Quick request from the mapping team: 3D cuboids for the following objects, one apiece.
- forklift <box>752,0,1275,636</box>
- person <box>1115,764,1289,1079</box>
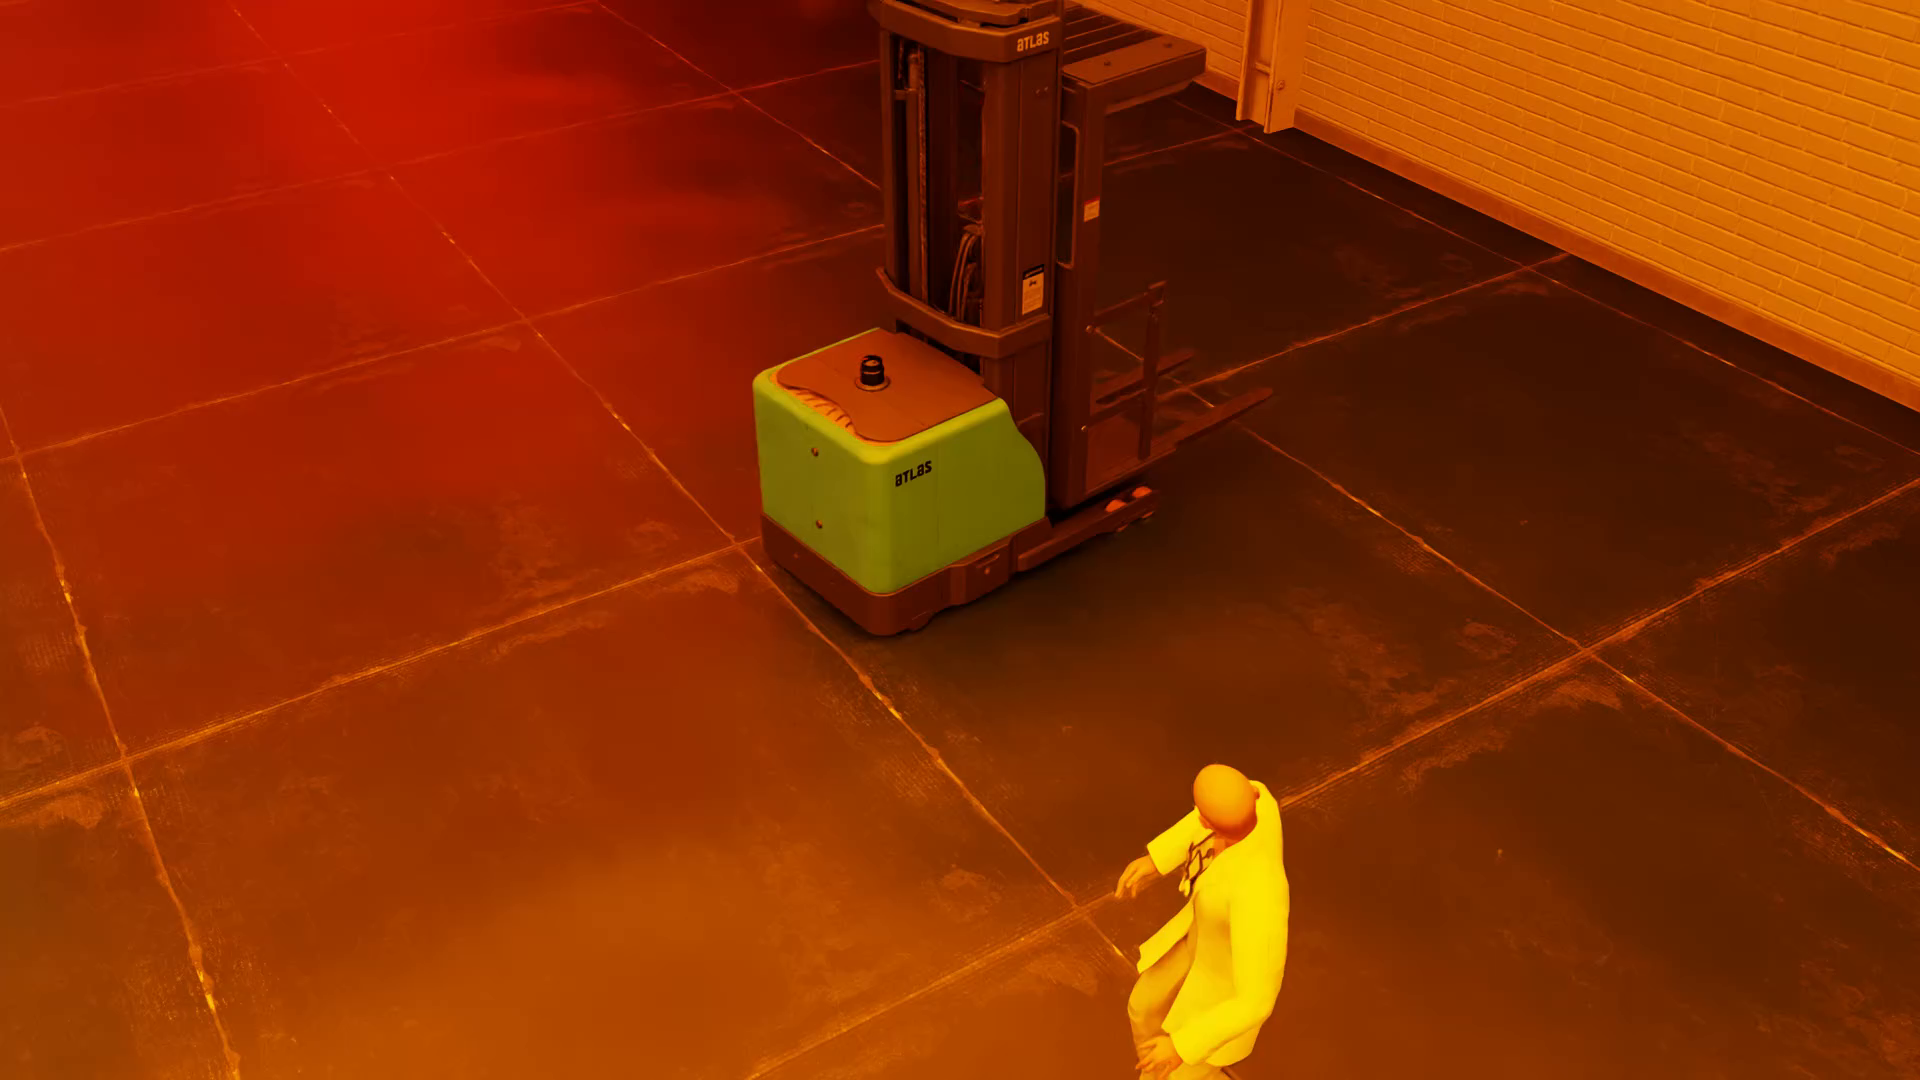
[{"bbox_3d":[0.437,-1.451,8.213,3.031,2.935,1.130,-26,43,-32],"label":"forklift"},{"bbox_3d":[0.764,1.372,5.281,0.551,1.722,0.825,-5,35,-7],"label":"person"}]
